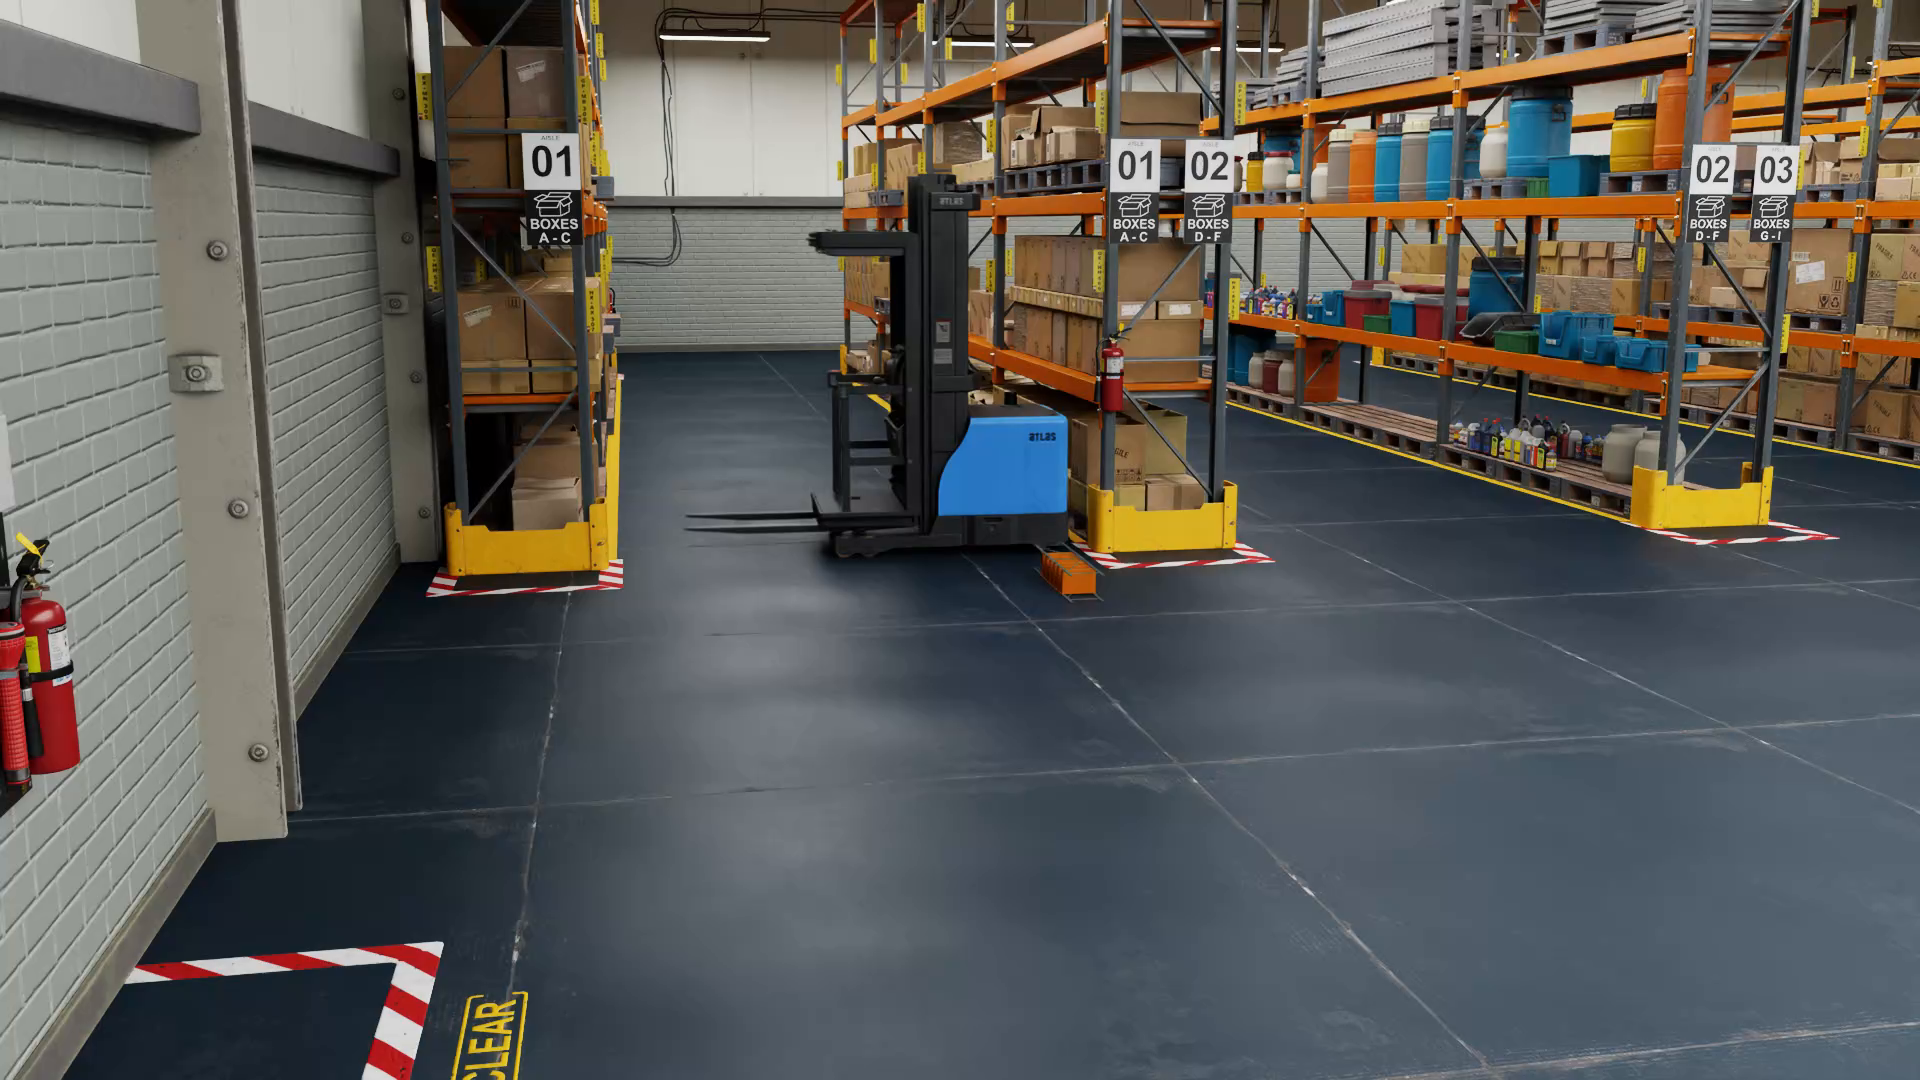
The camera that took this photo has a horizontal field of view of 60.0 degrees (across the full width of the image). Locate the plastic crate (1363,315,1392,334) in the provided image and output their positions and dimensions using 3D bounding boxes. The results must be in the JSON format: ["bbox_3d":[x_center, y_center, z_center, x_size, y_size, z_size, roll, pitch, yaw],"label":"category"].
[{"bbox_3d":[5.087,-2.544,19.606,0.450,0.188,0.662,-2,11,-11],"label":"plastic crate"}]

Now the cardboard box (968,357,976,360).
[{"bbox_3d":[-0.049,-2.258,23.048,0.500,0.500,0.500,-3,11,-13],"label":"cardboard box"}]

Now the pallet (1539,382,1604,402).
[{"bbox_3d":[9.470,-2.253,24.970,1.003,0.211,1.213,-2,11,-11],"label":"pallet"}]

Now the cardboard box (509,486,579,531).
[{"bbox_3d":[-3.283,-0.270,13.108,0.500,0.311,0.500,-3,11,-17],"label":"cardboard box"}]

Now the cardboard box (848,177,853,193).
[{"bbox_3d":[-1.556,-5.810,27.241,0.500,0.250,0.500,-2,11,-11],"label":"cardboard box"}]

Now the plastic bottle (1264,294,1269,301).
[{"bbox_3d":[4.311,-3.322,23.442,0.061,0.283,0.133,-2,11,-11],"label":"plastic bottle"}]

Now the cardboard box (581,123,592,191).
[{"bbox_3d":[-3.126,-2.948,12.817,0.500,0.500,0.500,-1,11,-7],"label":"cardboard box"}]

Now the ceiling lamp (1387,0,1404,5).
[{"bbox_3d":[7.055,-9.569,24.294,0.800,3.185,2.000,-2,11,-11],"label":"ceiling lamp"}]

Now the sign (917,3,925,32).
[{"bbox_3d":[-0.465,-6.316,20.104,0.100,0.325,0.005,-2,11,-11],"label":"sign"}]

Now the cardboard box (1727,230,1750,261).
[{"bbox_3d":[13.428,-5.005,28.235,0.500,0.500,0.500,-2,11,-13],"label":"cardboard box"}]

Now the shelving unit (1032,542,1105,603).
[{"bbox_3d":[0.770,0.225,11.998,0.258,0.189,1.200,-2,11,-10],"label":"shelving unit"}]

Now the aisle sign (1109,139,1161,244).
[{"bbox_3d":[1.346,-2.680,12.802,0.394,0.787,0.004,-2,11,-11],"label":"aisle sign"}]

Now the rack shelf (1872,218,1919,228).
[{"bbox_3d":[18.337,-5.833,30.224,1.077,0.370,4.000,-2,11,-11],"label":"rack shelf"}]

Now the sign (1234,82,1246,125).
[{"bbox_3d":[2.167,-3.387,12.895,0.100,0.325,0.005,-2,11,-11],"label":"sign"}]

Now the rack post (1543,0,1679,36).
[{"bbox_3d":[6.073,-4.869,15.414,0.937,0.300,0.954,-2,11,-12],"label":"rack post"}]

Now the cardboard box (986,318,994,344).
[{"bbox_3d":[0.492,-2.248,17.843,0.396,0.266,0.258,-2,11,-12],"label":"cardboard box"}]

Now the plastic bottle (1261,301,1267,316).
[{"bbox_3d":[4.246,-3.223,23.136,0.097,0.201,0.097,0,11,0],"label":"plastic bottle"}]

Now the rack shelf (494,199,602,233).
[{"bbox_3d":[-4.404,-3.465,17.783,1.077,0.370,4.000,-2,11,-11],"label":"rack shelf"}]

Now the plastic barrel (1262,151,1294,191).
[{"bbox_3d":[4.432,-5.139,23.163,0.433,0.535,0.433,0,11,0],"label":"plastic barrel"}]

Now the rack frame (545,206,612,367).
[{"bbox_3d":[-6.349,-4.179,27.632,1.000,3.000,0.127,-2,11,-11],"label":"rack frame"}]

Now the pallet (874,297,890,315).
[{"bbox_3d":[-0.664,-3.382,23.955,1.003,0.211,1.213,-2,11,-11],"label":"pallet"}]

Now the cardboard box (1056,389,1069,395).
[{"bbox_3d":[1.234,-1.214,16.277,0.500,0.500,0.500,-2,11,-11],"label":"cardboard box"}]

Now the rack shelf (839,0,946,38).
[{"bbox_3d":[-1.102,-8.220,25.850,1.077,0.370,4.000,-2,11,-11],"label":"rack shelf"}]

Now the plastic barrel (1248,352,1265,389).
[{"bbox_3d":[4.396,-2.453,24.093,0.421,0.512,0.421,0,11,0],"label":"plastic barrel"}]

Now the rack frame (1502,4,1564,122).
[{"bbox_3d":[9.005,-6.933,26.056,1.000,3.000,0.127,-2,11,-11],"label":"rack frame"}]

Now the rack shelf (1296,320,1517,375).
[{"bbox_3d":[5.314,-2.352,19.956,1.077,0.370,4.000,-2,11,-11],"label":"rack shelf"}]

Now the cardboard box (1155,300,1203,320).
[{"bbox_3d":[1.756,-1.873,13.514,0.380,0.149,0.250,-2,11,-11],"label":"cardboard box"}]

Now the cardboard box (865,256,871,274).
[{"bbox_3d":[-1.167,-4.344,25.556,0.500,0.500,0.500,-2,11,-12],"label":"cardboard box"}]

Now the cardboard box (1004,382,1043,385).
[{"bbox_3d":[0.707,-1.657,19.111,0.500,0.311,0.500,-2,11,-9],"label":"cardboard box"}]

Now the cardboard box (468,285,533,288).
[{"bbox_3d":[-3.730,-1.815,13.554,0.500,0.500,0.500,-2,11,-13],"label":"cardboard box"}]

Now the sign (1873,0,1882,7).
[{"bbox_3d":[10.018,-5.981,18.133,0.100,0.325,0.005,-2,11,-11],"label":"sign"}]

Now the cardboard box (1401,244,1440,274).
[{"bbox_3d":[8.153,-4.971,29.391,0.500,0.500,0.500,-2,11,-12],"label":"cardboard box"}]

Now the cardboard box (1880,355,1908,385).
[{"bbox_3d":[14.186,-2.599,24.892,0.500,0.500,0.500,-2,11,-9],"label":"cardboard box"}]

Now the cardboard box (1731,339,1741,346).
[{"bbox_3d":[13.422,-3.393,28.409,0.380,0.149,0.250,-2,11,-12],"label":"cardboard box"}]

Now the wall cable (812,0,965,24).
[{"bbox_3d":[-1.409,-11.578,33.090,3.097,2.526,0.112,-2,11,-11],"label":"wall cable"}]

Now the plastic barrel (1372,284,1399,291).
[{"bbox_3d":[5.334,-2.946,20.855,0.421,0.512,0.421,0,11,0],"label":"plastic barrel"}]

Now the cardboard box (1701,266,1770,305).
[{"bbox_3d":[10.134,-3.312,21.682,0.700,0.500,0.500,0,11,-3],"label":"cardboard box"}]

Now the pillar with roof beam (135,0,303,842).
[{"bbox_3d":[1.168,-3.345,7.203,9.100,9.000,0.400,-2,11,-11],"label":"pillar with roof beam"}]

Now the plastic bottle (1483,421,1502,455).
[{"bbox_3d":[5.489,-1.056,17.129,0.144,0.351,0.185,-3,11,-13],"label":"plastic bottle"}]

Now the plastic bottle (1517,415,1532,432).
[{"bbox_3d":[5.969,-1.141,17.575,0.144,0.351,0.185,-2,11,-11],"label":"plastic bottle"}]

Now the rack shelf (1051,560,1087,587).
[{"bbox_3d":[0.784,0.239,11.925,0.258,0.180,0.103,-2,11,-10],"label":"rack shelf"}]

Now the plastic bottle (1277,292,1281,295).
[{"bbox_3d":[4.710,-3.525,24.526,0.152,0.276,0.135,-2,11,-11],"label":"plastic bottle"}]

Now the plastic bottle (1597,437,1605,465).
[{"bbox_3d":[6.367,-0.888,16.458,0.097,0.271,0.097,0,11,0],"label":"plastic bottle"}]

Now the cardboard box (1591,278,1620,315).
[{"bbox_3d":[9.353,-3.475,23.663,0.500,0.500,0.500,-2,11,-12],"label":"cardboard box"}]

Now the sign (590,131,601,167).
[{"bbox_3d":[-3.484,-3.727,15.851,0.100,0.325,0.005,-2,11,-11],"label":"sign"}]

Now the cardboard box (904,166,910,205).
[{"bbox_3d":[-0.253,-4.683,21.990,0.910,0.500,0.500,-2,11,-11],"label":"cardboard box"}]

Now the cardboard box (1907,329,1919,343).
[{"bbox_3d":[10.477,-2.208,17.949,0.380,0.149,0.250,-2,11,-11],"label":"cardboard box"}]

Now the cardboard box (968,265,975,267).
[{"bbox_3d":[-0.158,-3.434,22.328,0.700,0.500,0.500,0,11,0],"label":"cardboard box"}]

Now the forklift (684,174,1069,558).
[{"bbox_3d":[-0.696,-1.406,13.247,3.031,2.935,1.130,-2,11,-8],"label":"forklift"}]

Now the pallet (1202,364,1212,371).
[{"bbox_3d":[3.725,-2.794,27.810,1.003,0.211,1.213,-2,11,-11],"label":"pallet"}]

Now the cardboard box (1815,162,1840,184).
[{"bbox_3d":[10.280,-4.301,19.487,0.396,0.266,0.258,-2,11,-9],"label":"cardboard box"}]

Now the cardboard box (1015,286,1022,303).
[{"bbox_3d":[0.755,-2.425,16.411,0.380,0.149,0.250,-2,11,-10],"label":"cardboard box"}]

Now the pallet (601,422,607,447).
[{"bbox_3d":[-4.643,-1.199,19.430,1.003,0.211,1.213,-2,11,-11],"label":"pallet"}]

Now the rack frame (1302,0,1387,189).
[{"bbox_3d":[4.925,-6.019,21.255,1.000,3.000,0.127,-2,11,-11],"label":"rack frame"}]

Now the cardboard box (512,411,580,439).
[{"bbox_3d":[-4.175,-1.101,16.967,0.700,0.500,0.500,-2,11,-9],"label":"cardboard box"}]

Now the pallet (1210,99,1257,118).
[{"bbox_3d":[4.338,-6.313,24.373,1.003,0.211,1.213,-2,11,-11],"label":"pallet"}]
